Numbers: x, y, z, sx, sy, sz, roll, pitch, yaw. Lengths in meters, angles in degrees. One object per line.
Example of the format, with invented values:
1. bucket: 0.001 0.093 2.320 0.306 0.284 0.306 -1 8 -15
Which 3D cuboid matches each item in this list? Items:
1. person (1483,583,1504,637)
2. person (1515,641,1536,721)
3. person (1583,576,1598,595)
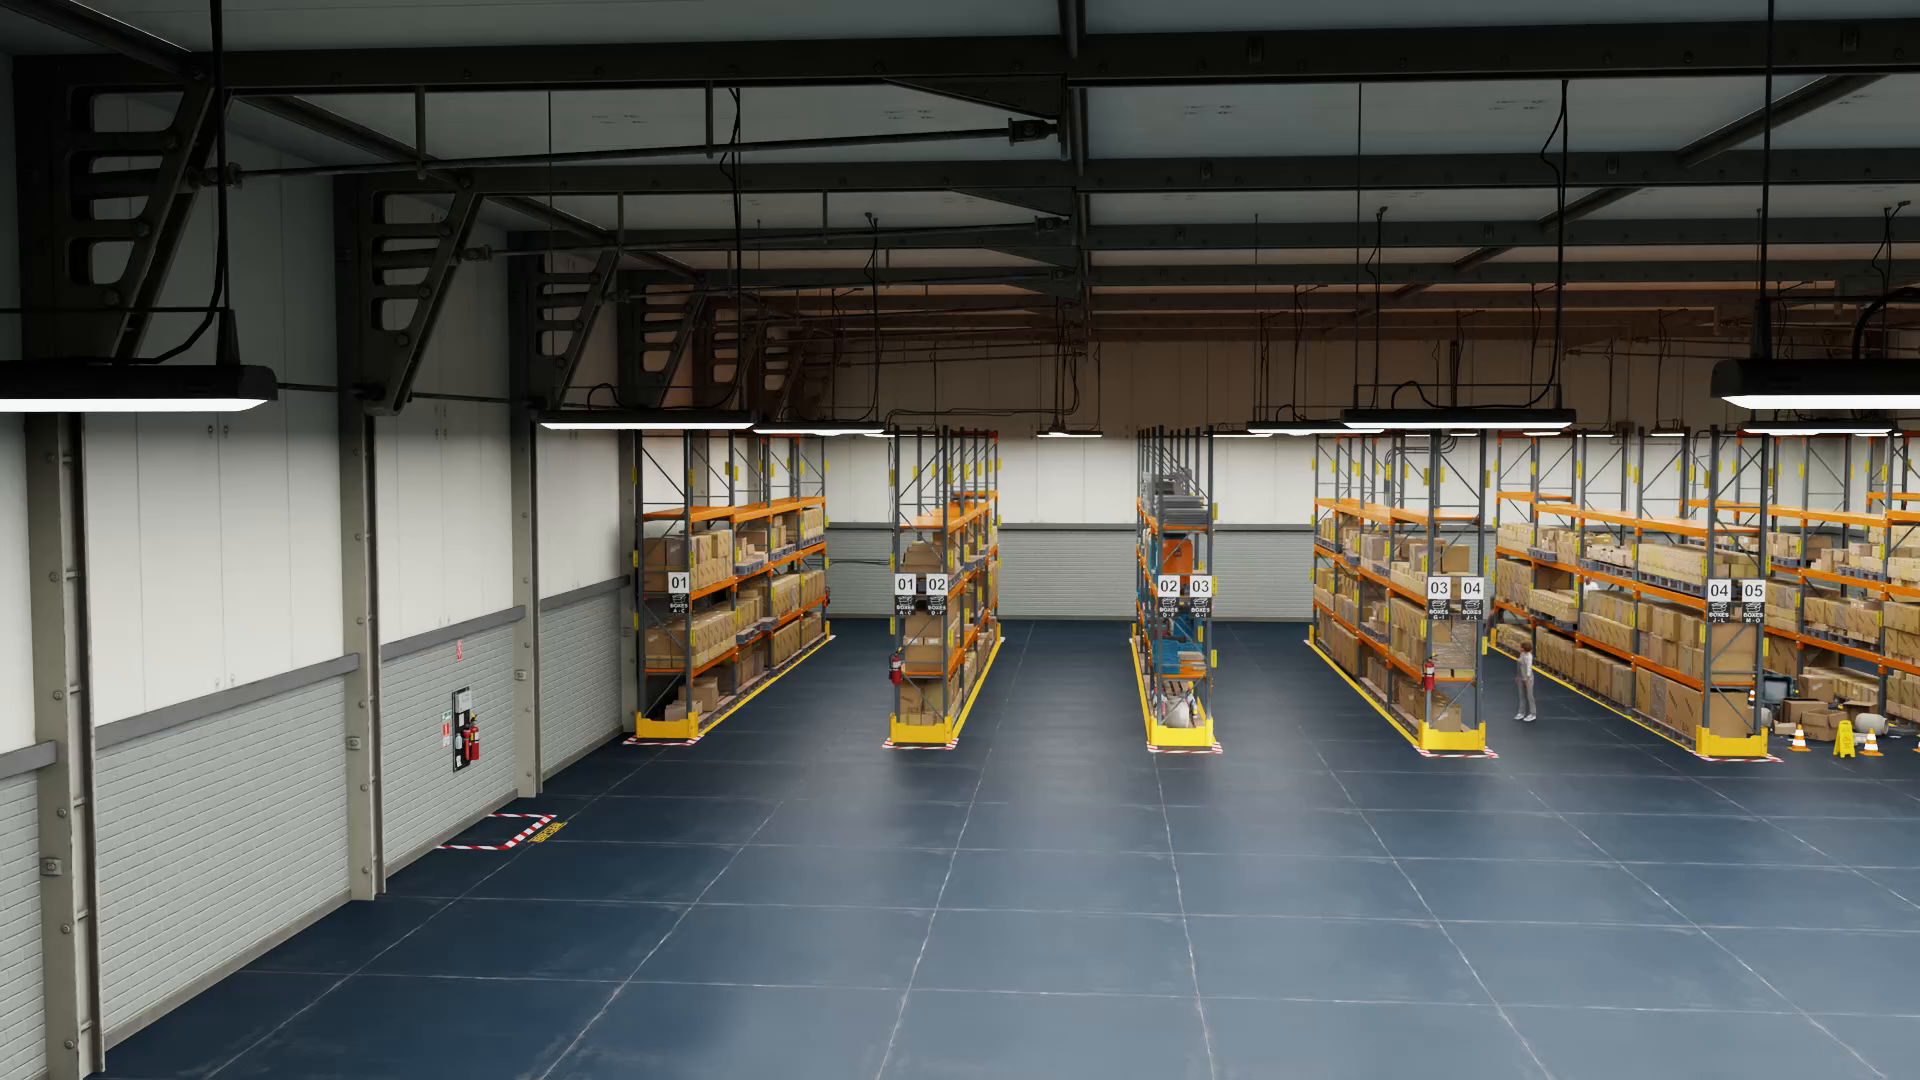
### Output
1. person: 15.199 2.035 47.273 1.030 1.668 0.625 0 3 7
2. person: 11.557 2.870 34.025 0.382 1.612 0.430 -1 4 -20
3. person: 18.672 1.855 49.430 0.519 1.757 0.596 -2 4 -30
